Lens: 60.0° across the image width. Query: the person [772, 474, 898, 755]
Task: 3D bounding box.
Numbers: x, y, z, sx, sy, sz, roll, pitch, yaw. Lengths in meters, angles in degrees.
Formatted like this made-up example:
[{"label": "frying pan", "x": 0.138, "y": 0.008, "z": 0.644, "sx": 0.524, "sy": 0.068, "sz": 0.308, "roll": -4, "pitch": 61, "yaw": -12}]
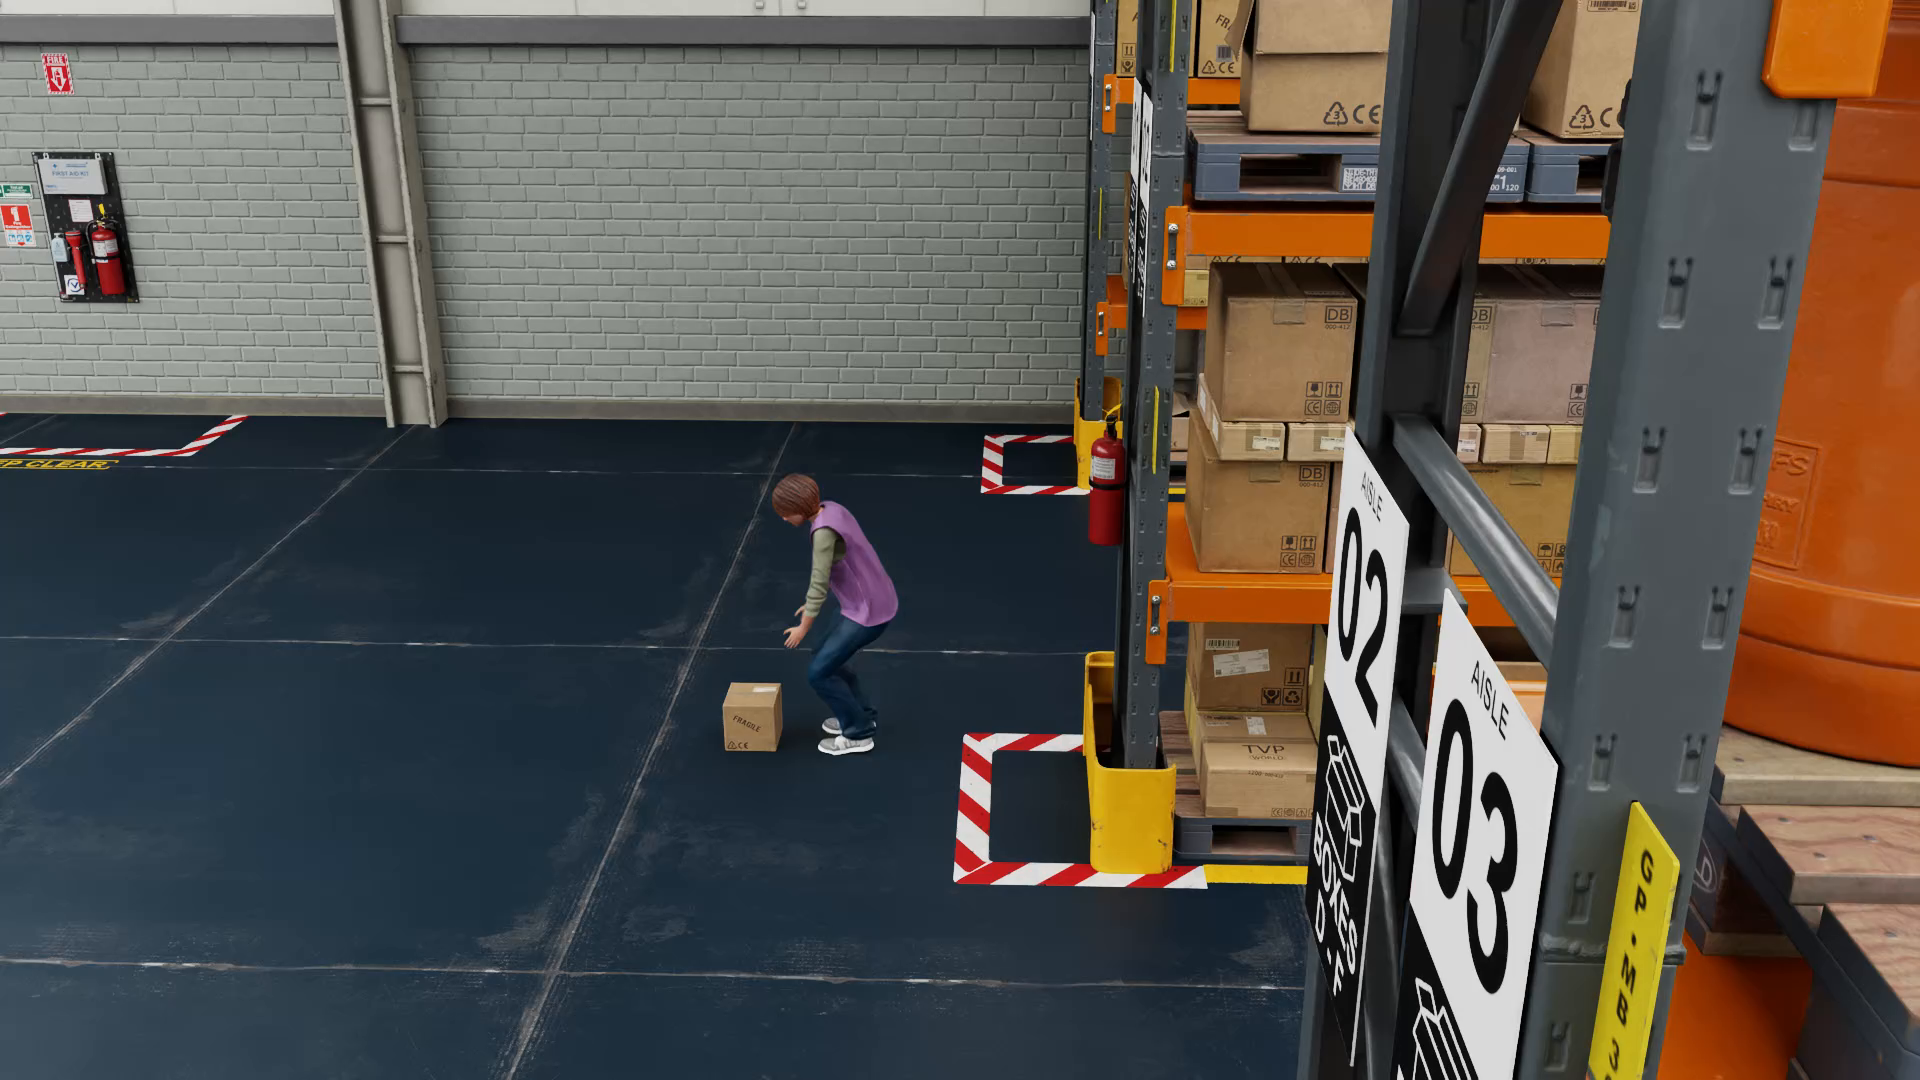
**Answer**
[{"label": "person", "x": -0.586, "y": 0.364, "z": 7.961, "sx": 0.581, "sy": 1.385, "sz": 0.458, "roll": 1, "pitch": 21, "yaw": 2}]
